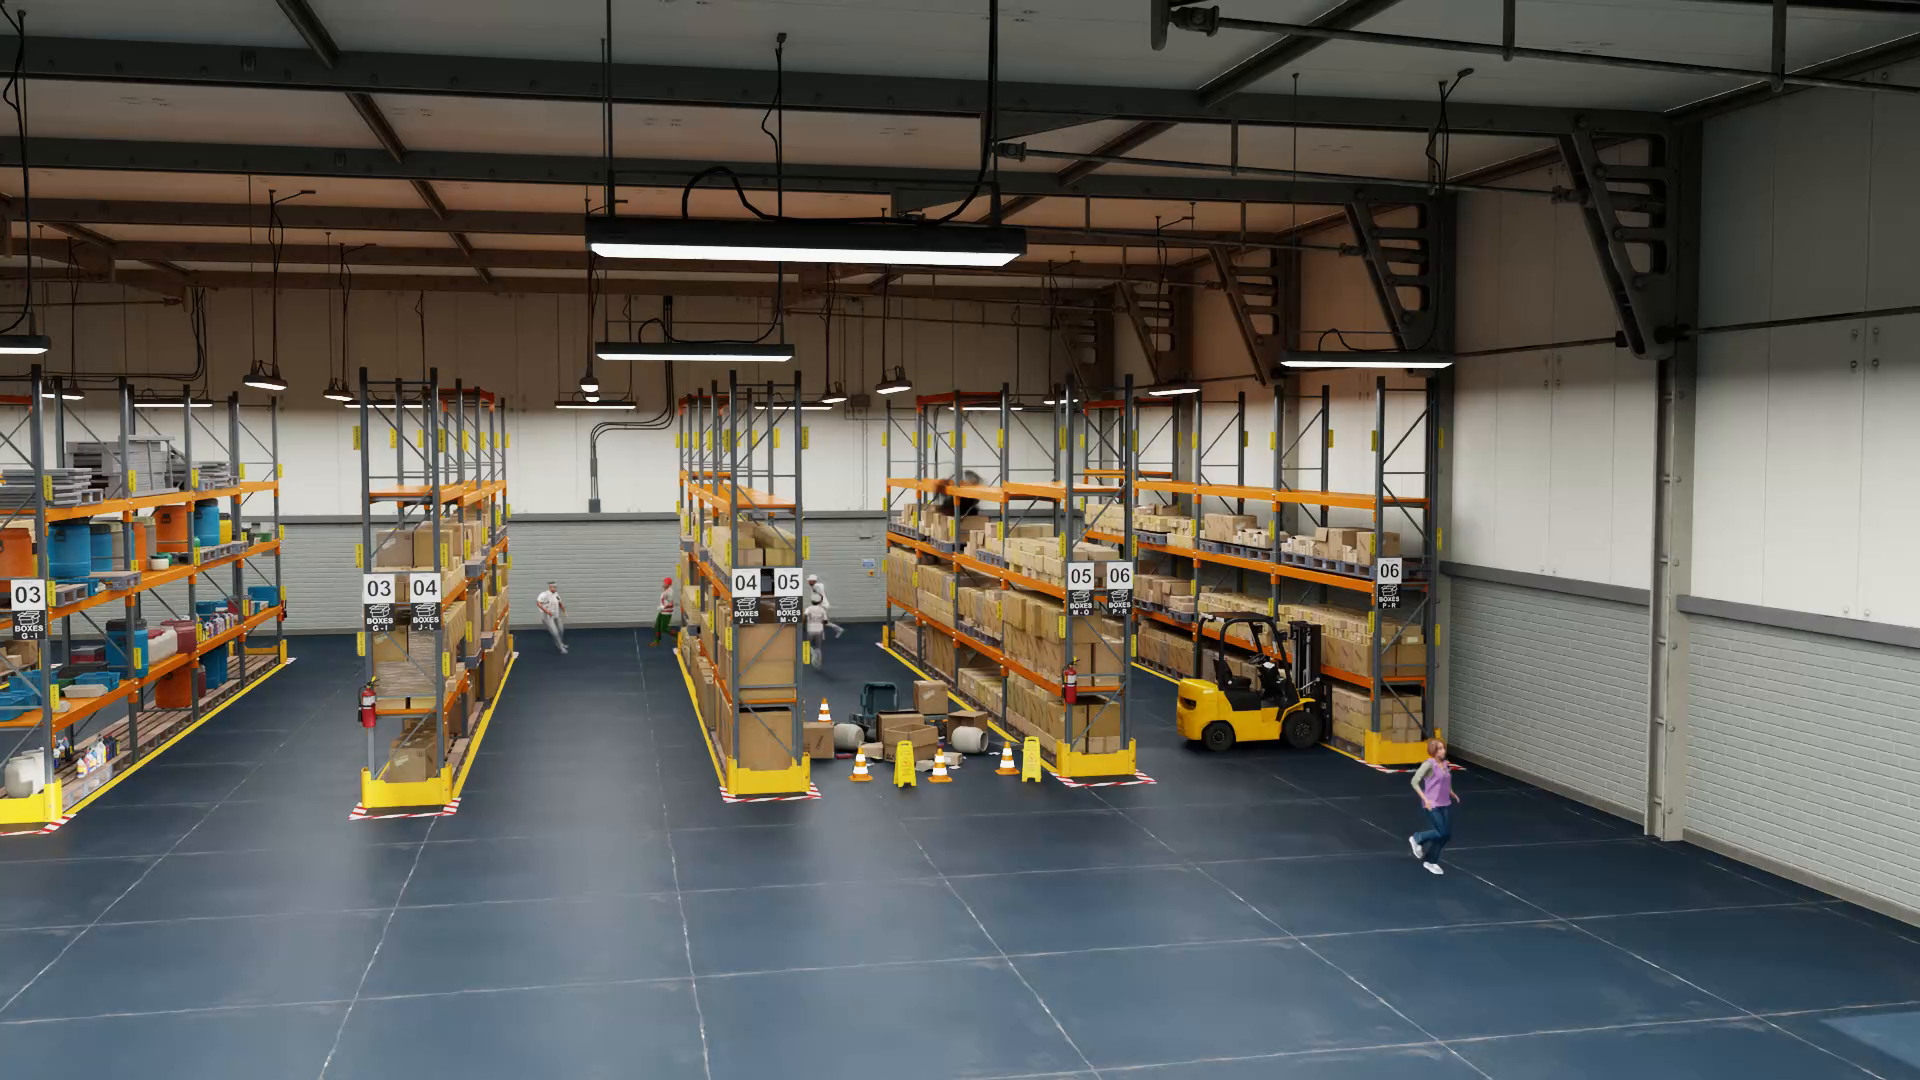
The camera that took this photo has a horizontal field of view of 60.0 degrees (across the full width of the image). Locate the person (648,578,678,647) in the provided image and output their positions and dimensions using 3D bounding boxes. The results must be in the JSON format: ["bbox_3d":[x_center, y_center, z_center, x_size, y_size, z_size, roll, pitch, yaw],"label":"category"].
[{"bbox_3d":[-7.100,1.749,40.280,0.831,1.709,0.708,-2,4,-24],"label":"person"}]

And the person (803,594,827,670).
[{"bbox_3d":[-3.211,2.006,36.413,0.599,1.654,0.652,-1,4,-16],"label":"person"}]

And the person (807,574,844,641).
[{"bbox_3d":[-3.354,1.709,41.409,0.937,1.718,0.665,0,3,-1],"label":"person"}]

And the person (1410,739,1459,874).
[{"bbox_3d":[5.517,3.099,19.325,0.547,1.546,0.541,-3,4,-38],"label":"person"}]

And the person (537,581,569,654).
[{"bbox_3d":[-9.518,1.809,39.329,0.765,1.712,0.971,2,4,33],"label":"person"}]
